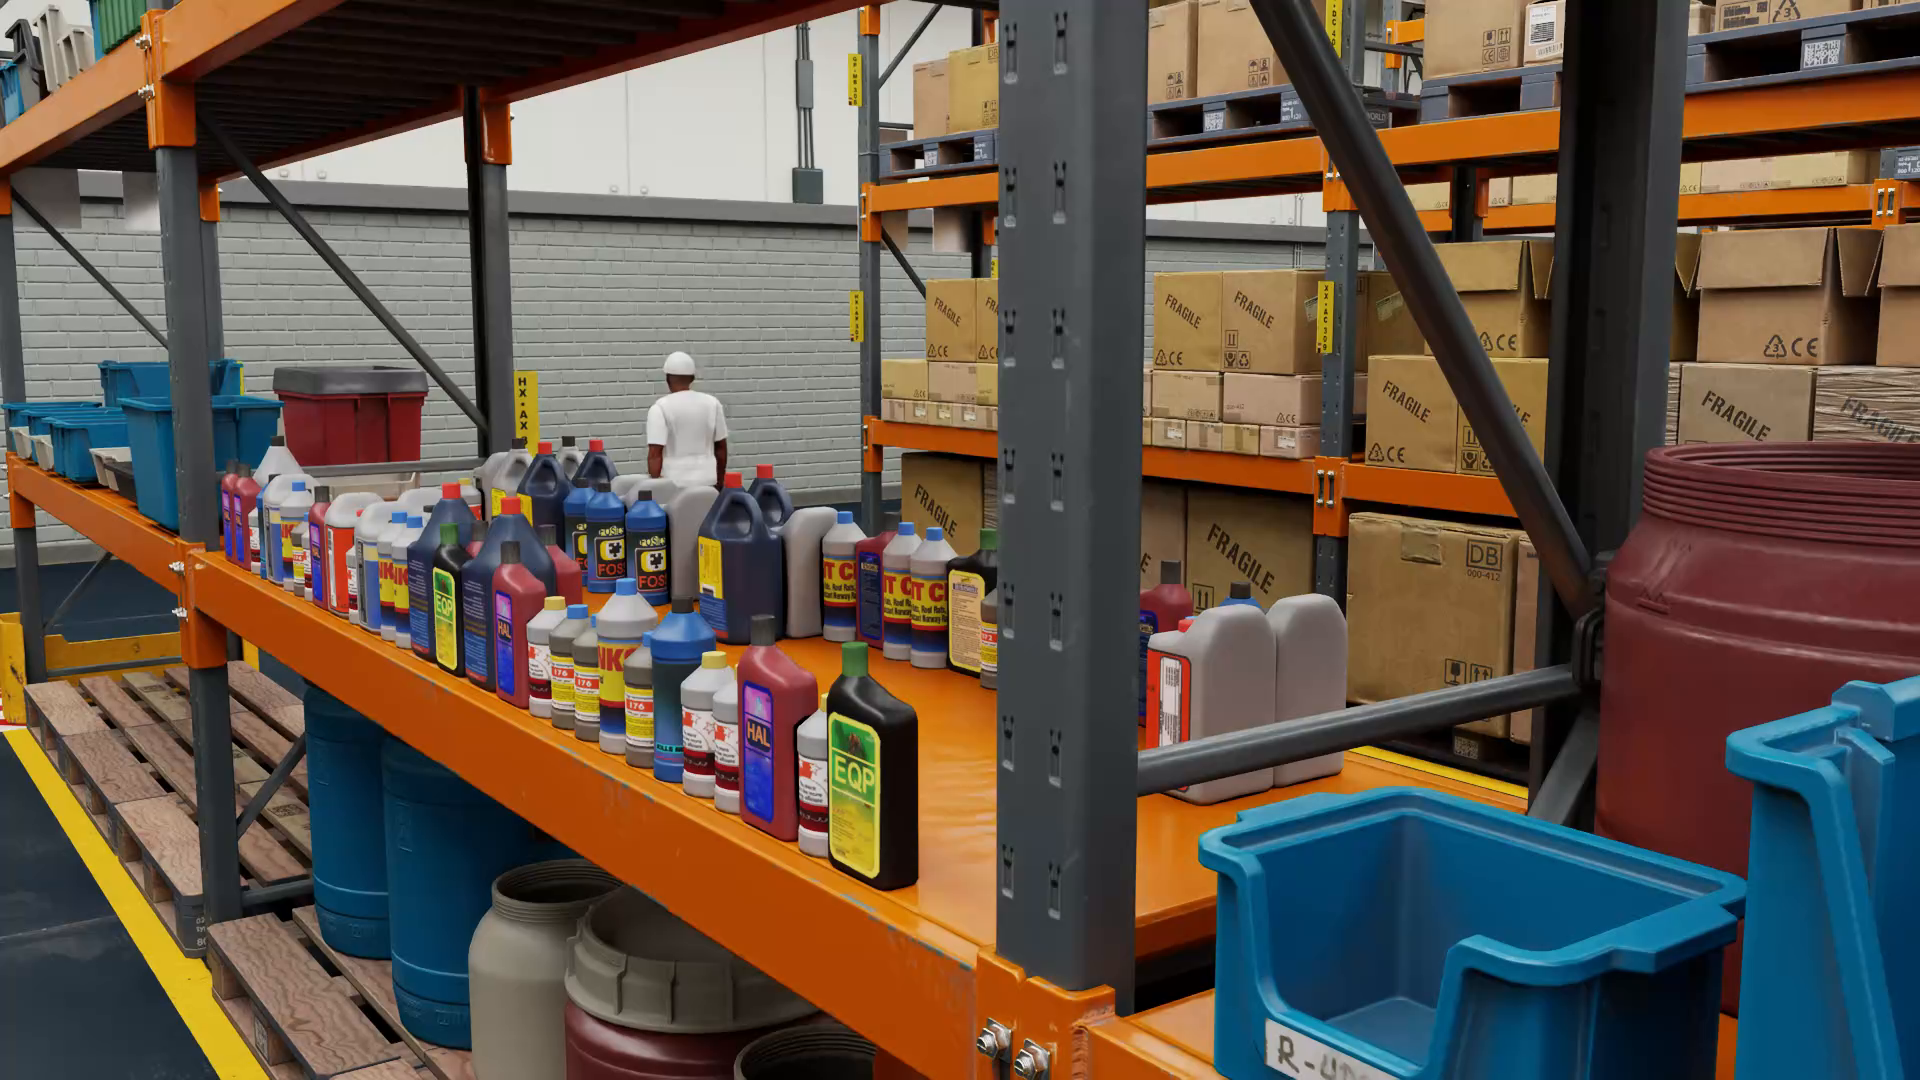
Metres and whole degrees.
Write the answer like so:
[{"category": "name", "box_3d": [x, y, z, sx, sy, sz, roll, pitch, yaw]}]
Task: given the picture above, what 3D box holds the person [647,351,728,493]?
[{"category": "person", "box_3d": [-1.808, -0.377, 11.013, 0.582, 1.732, 0.988, -4, 9, -29]}]
